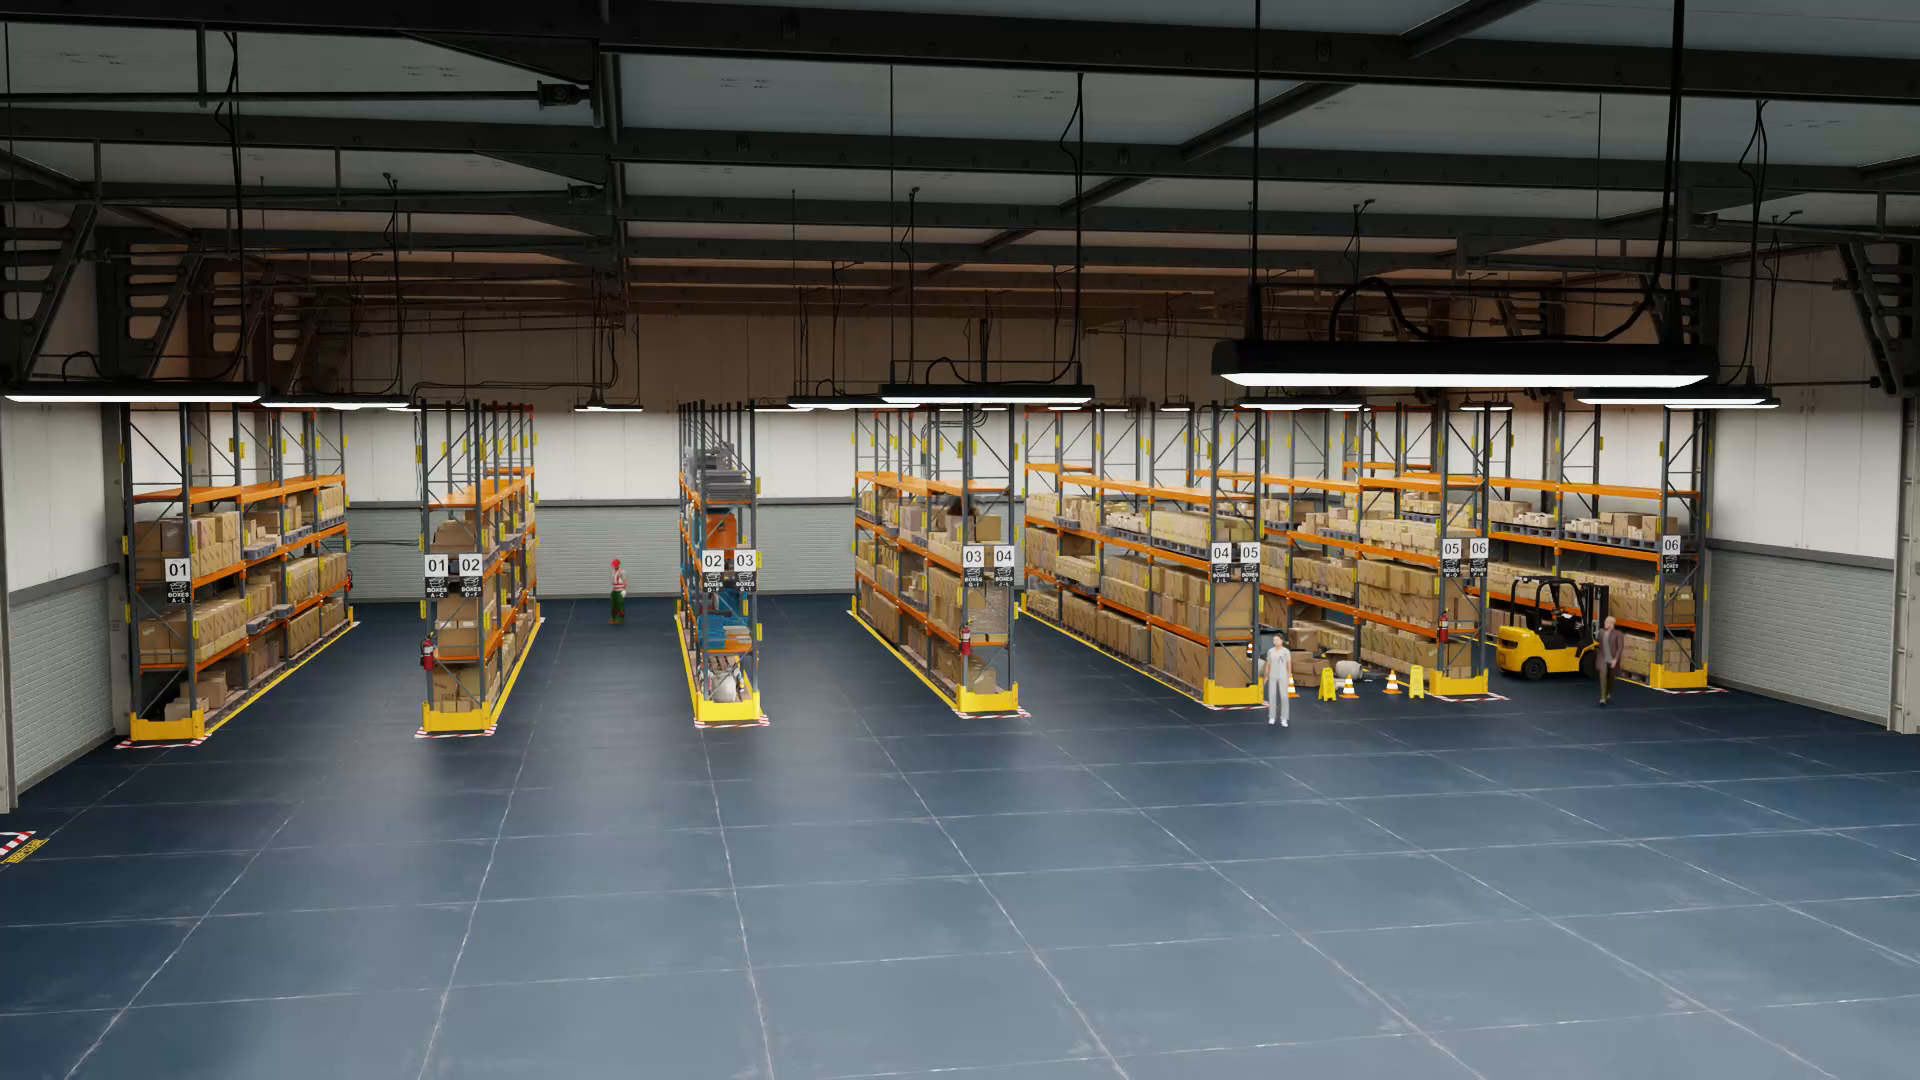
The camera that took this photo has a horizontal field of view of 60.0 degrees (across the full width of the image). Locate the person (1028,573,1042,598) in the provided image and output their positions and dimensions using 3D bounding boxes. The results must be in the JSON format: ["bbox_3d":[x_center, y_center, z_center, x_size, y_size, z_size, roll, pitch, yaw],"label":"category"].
[{"bbox_3d":[2.241,1.096,50.278,0.780,1.642,0.527,-3,6,-39],"label":"person"}]

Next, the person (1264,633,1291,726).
[{"bbox_3d":[5.869,2.568,30.754,0.474,1.688,0.391,2,5,30],"label":"person"}]

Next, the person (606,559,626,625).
[{"bbox_3d":[-9.401,1.401,45.437,0.641,1.785,0.392,3,6,39],"label":"person"}]

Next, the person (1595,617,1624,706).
[{"bbox_3d":[12.788,2.506,32.824,0.518,1.469,1.160,1,4,13],"label":"person"}]
